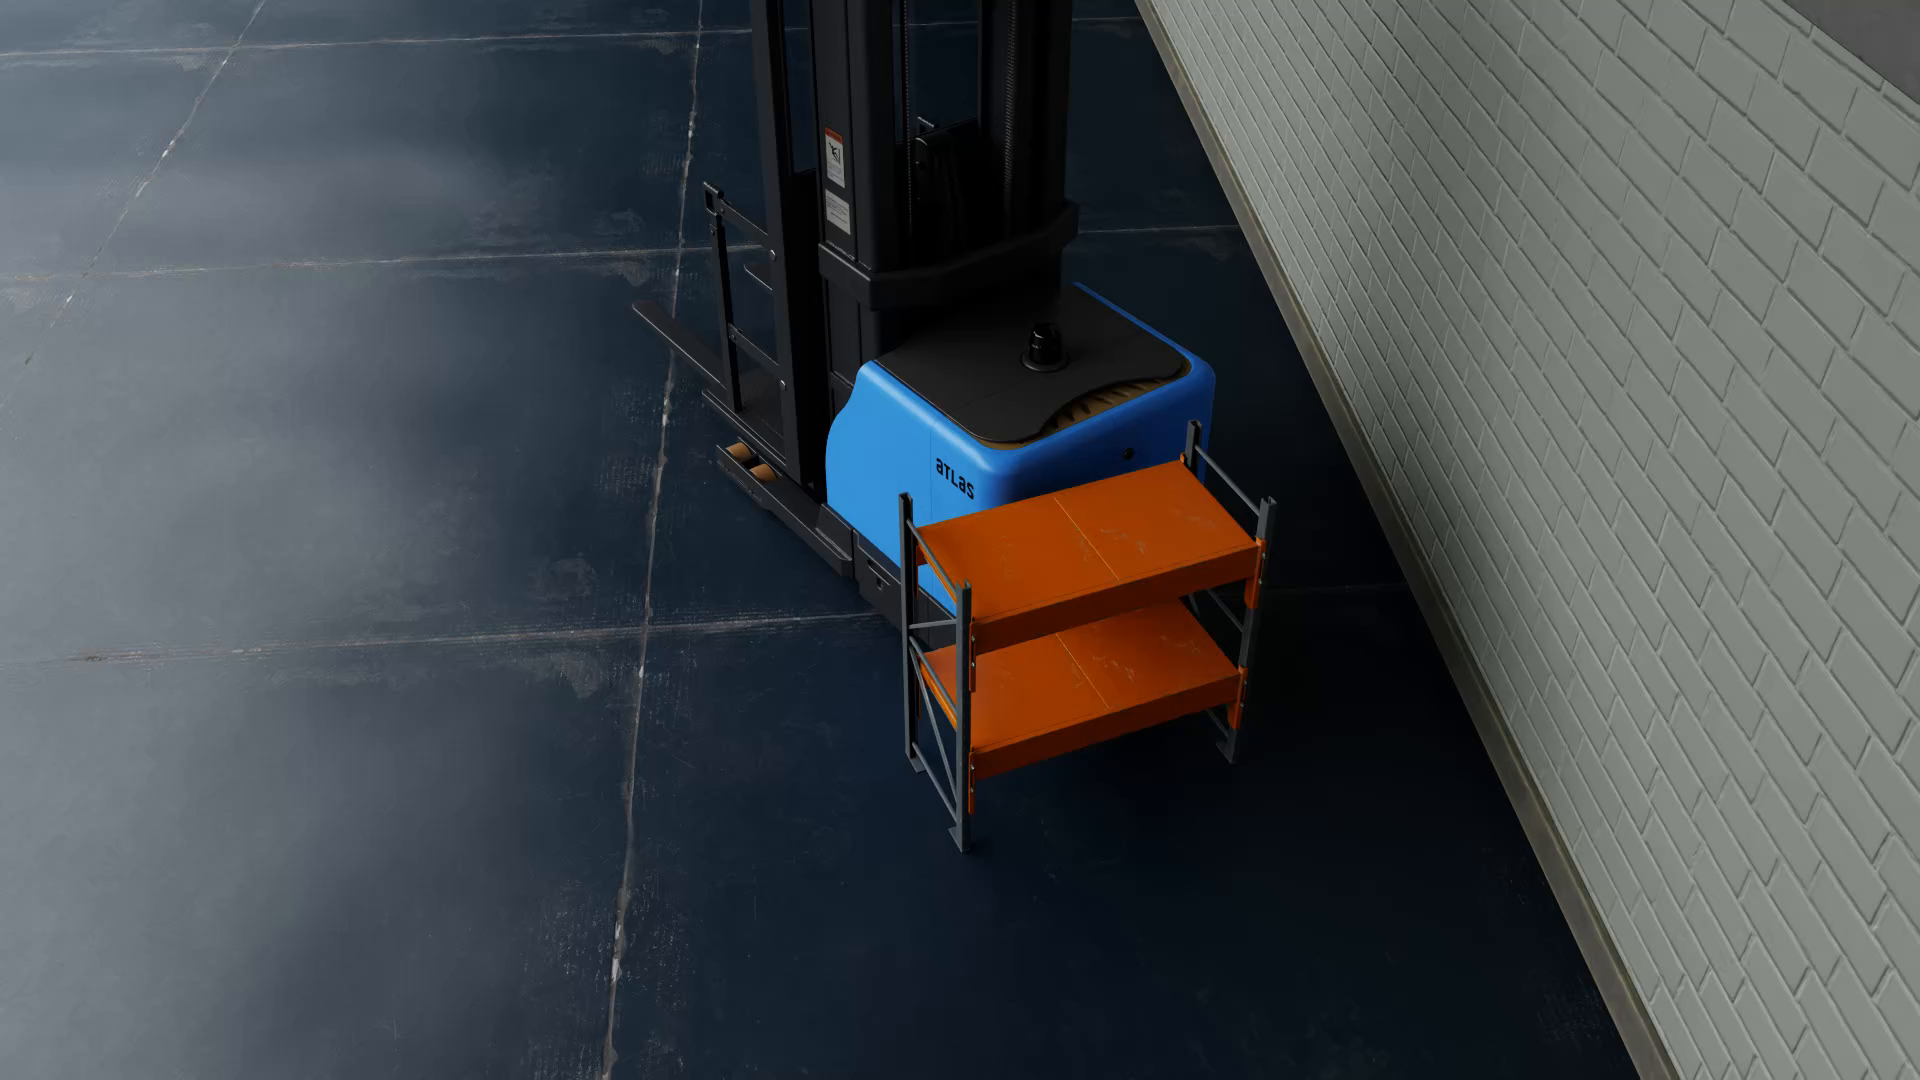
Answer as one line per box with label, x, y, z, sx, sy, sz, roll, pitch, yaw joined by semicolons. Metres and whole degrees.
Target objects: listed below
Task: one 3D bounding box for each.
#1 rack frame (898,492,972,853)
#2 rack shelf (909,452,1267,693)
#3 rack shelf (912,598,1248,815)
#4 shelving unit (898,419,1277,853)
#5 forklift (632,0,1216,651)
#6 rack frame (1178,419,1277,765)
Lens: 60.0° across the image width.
rack frame;-0.078;0.439;5.286;0.032;1.125;0.500;-15;41;-18
rack shelf;0.389;0.085;5.261;1.000;0.278;0.538;-15;41;-18
rack shelf;0.389;0.507;5.594;1.000;0.278;0.538;-15;41;-18
shelving unit;0.389;0.315;5.443;1.048;1.125;0.538;-15;41;-18
forklift;-0.371;-1.460;6.235;1.130;2.935;3.031;-25;45;-28
rack frame;0.857;0.191;5.600;0.032;1.125;0.500;-15;41;-18
